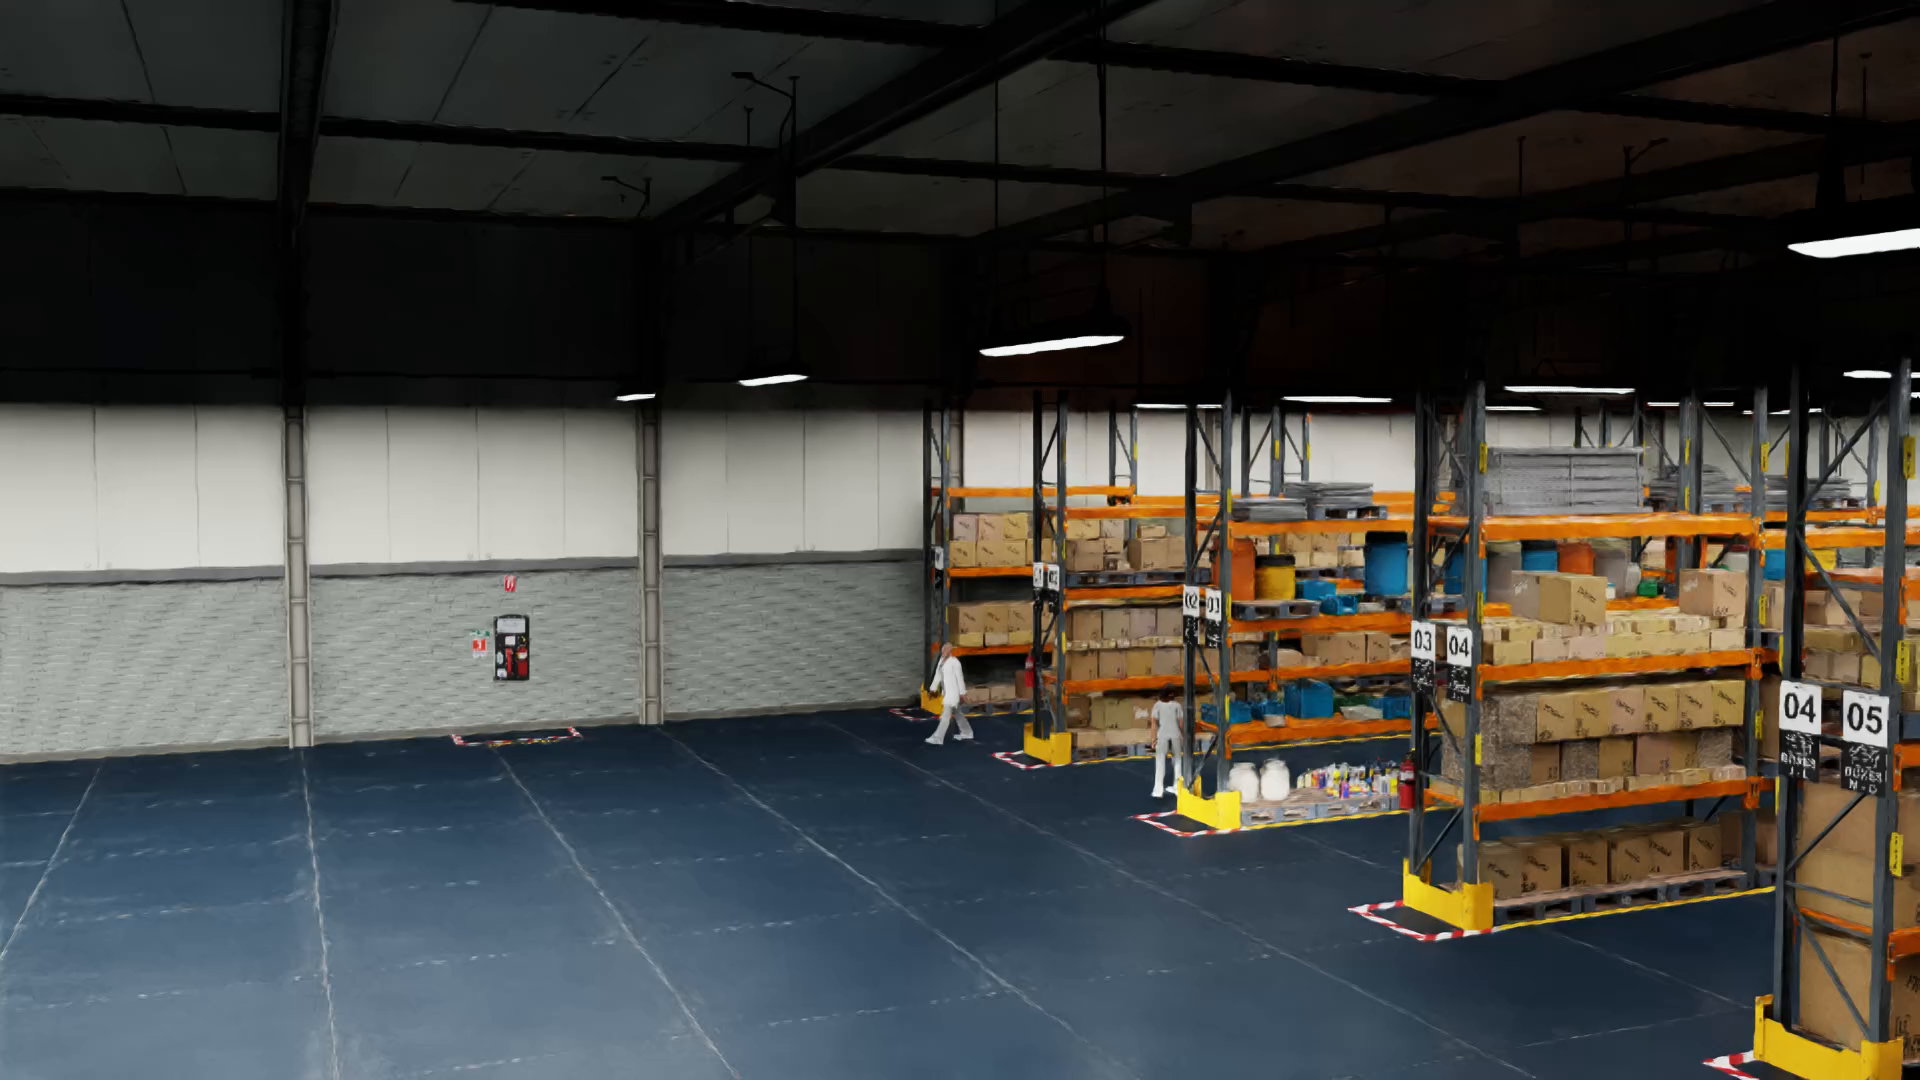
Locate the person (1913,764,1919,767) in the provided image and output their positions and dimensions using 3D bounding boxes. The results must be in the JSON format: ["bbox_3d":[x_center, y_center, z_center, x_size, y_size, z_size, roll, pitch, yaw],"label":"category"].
[{"bbox_3d":[11.034,3.336,18.969,0.519,1.434,0.566,-2,4,-25],"label":"person"}]

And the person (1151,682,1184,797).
[{"bbox_3d":[3.020,2.894,24.211,0.487,1.667,0.477,0,3,8],"label":"person"}]

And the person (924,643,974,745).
[{"bbox_3d":[-0.211,2.611,28.510,1.103,1.715,0.580,-2,4,-30],"label":"person"}]
